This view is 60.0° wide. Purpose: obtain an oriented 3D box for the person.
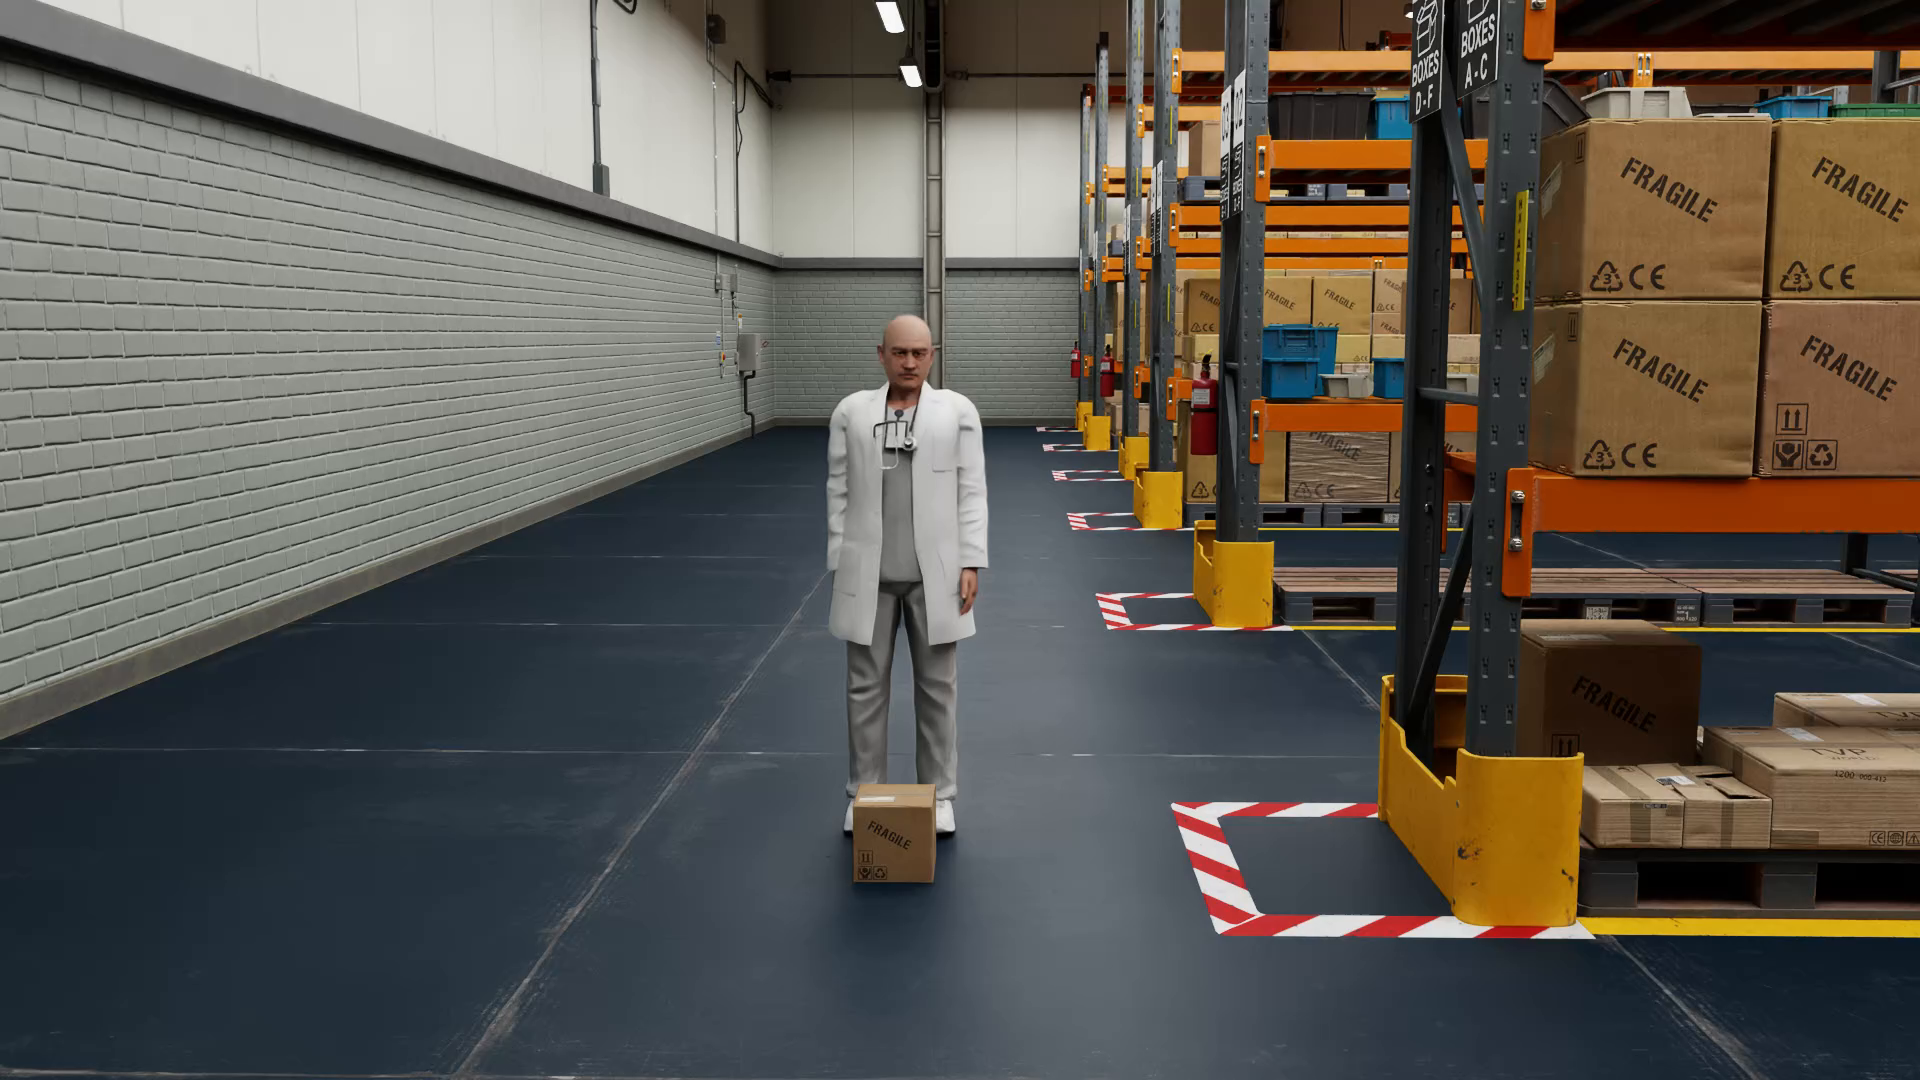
[{"bbox_3d":[-0.183,0.117,5.725,0.562,1.775,0.377,0,7,2],"label":"person"}]
